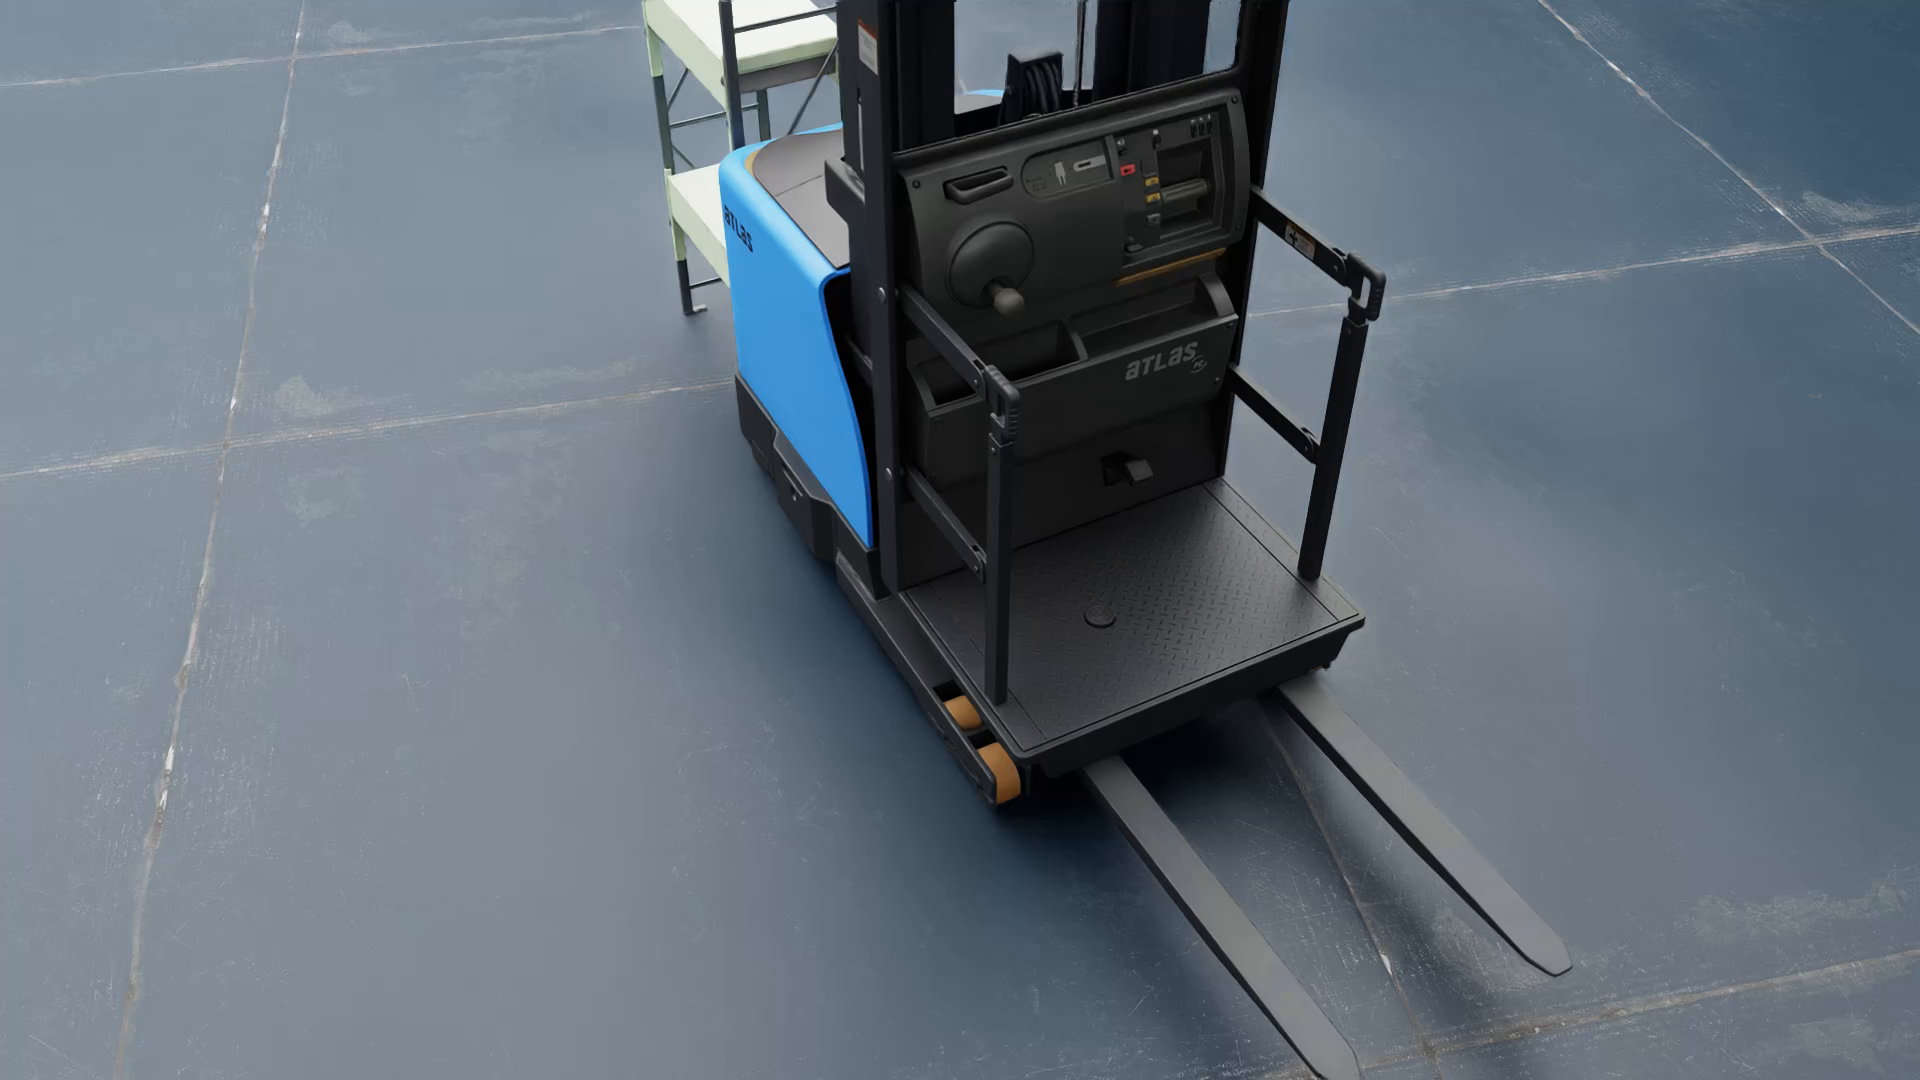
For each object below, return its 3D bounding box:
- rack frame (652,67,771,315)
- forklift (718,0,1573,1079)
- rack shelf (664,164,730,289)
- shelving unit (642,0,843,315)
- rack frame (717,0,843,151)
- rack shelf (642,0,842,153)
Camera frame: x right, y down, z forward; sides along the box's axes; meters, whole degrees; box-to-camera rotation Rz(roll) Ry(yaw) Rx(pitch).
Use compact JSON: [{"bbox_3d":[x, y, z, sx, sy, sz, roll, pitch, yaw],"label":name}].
[{"bbox_3d":[-0.854,-1.468,5.774,0.400,1.500,0.023,-19,45,-21],"label":"rack frame"},{"bbox_3d":[0.402,-0.734,3.869,1.130,2.935,3.031,-19,45,-21],"label":"forklift"},{"bbox_3d":[-0.682,-1.010,5.749,0.431,0.370,0.720,-19,45,-21],"label":"rack shelf"},{"bbox_3d":[-0.682,-1.254,5.533,0.431,1.500,0.755,-19,45,-21],"label":"shelving unit"},{"bbox_3d":[-0.509,-1.039,5.291,0.400,1.500,0.023,-19,45,-21],"label":"rack frame"},{"bbox_3d":[-0.682,-1.546,5.273,0.431,0.370,0.720,-19,45,-21],"label":"rack shelf"}]
